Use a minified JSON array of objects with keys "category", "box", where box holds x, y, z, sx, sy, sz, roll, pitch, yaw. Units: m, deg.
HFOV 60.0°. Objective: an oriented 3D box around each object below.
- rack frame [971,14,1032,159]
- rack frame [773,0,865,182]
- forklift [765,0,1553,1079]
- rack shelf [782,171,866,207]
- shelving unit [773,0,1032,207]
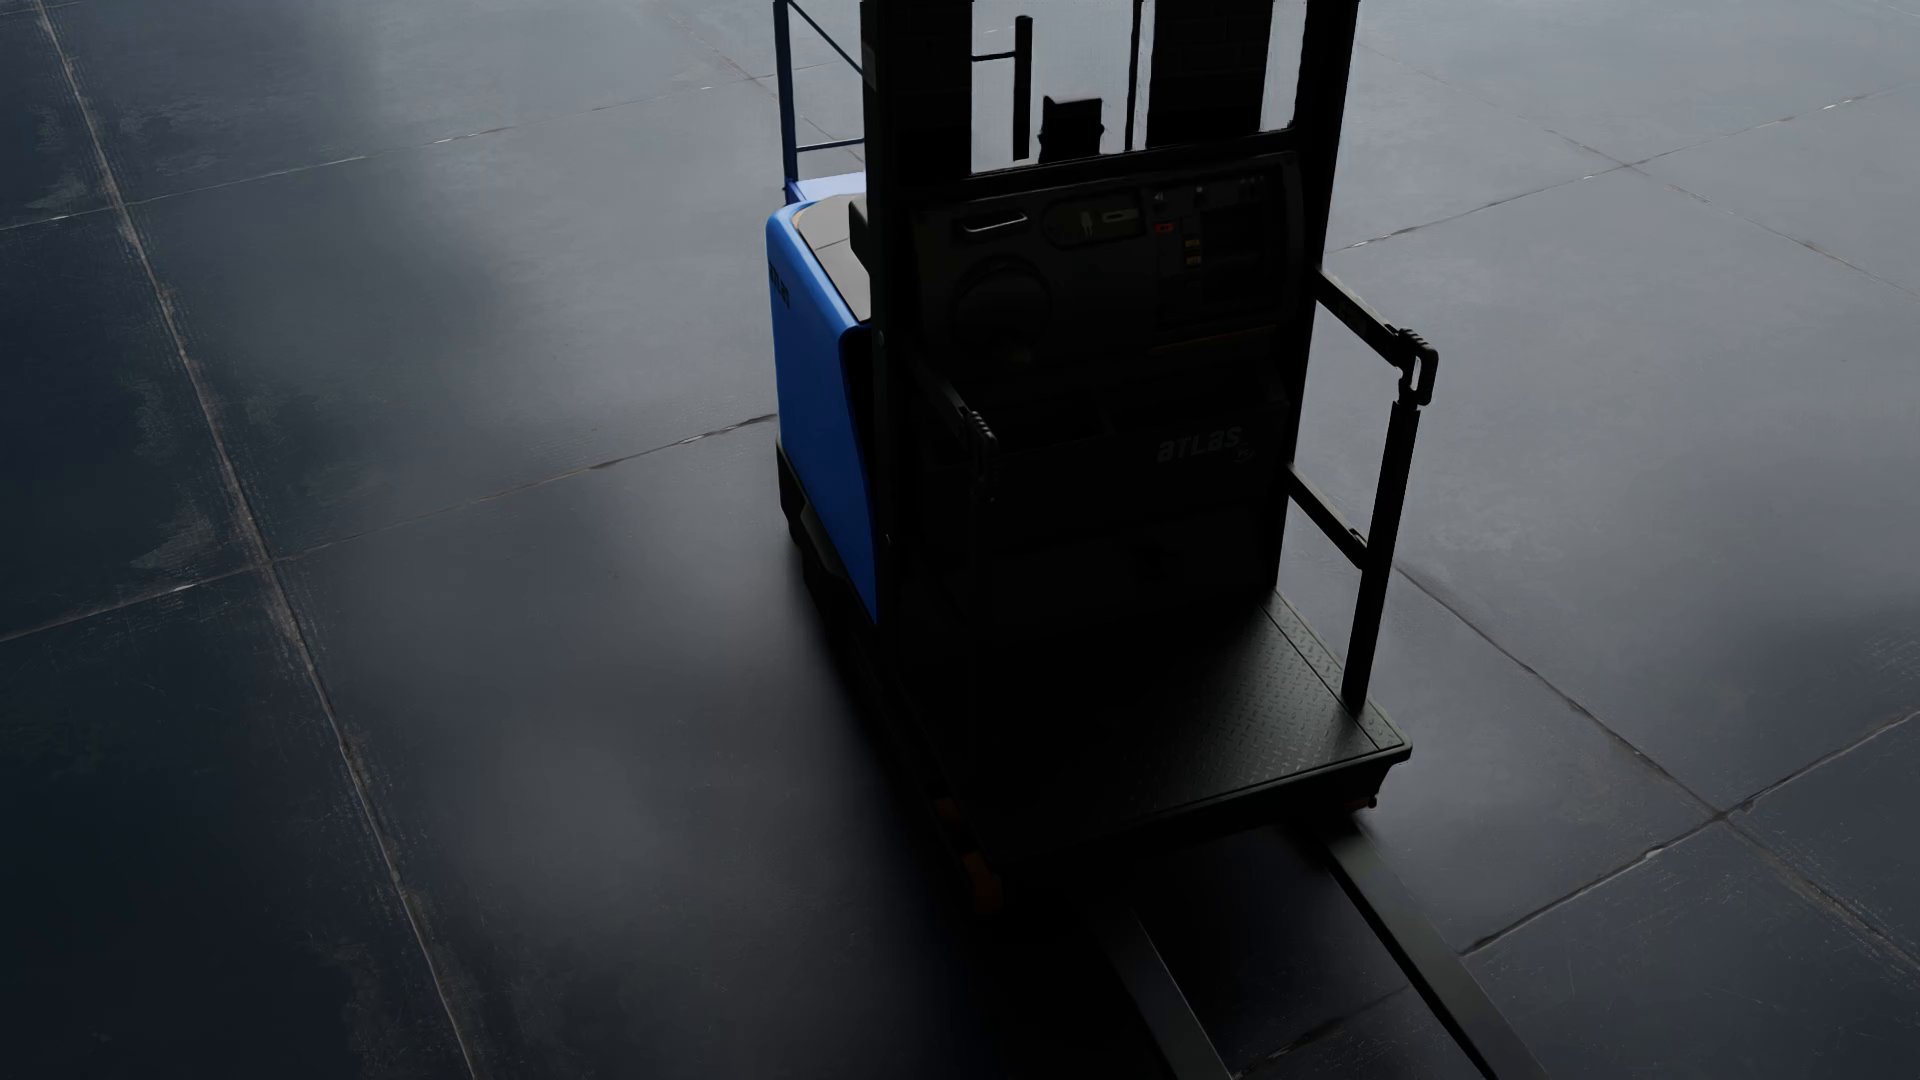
[{"category":"rack frame","box":[-0.033,-0.849,5.140,0.500,1.500,0.032,-12,38,-16]},{"category":"rack frame","box":[-0.385,-1.411,5.911,0.500,1.500,0.032,-12,38,-16]},{"category":"forklift","box":[0.416,-0.553,3.522,1.130,2.935,3.031,-12,38,-16]},{"category":"rack shelf","box":[-0.209,-0.985,5.632,0.538,0.185,1.000,-12,38,-16]},{"category":"shelving unit","box":[-0.209,-1.130,5.526,0.538,1.500,1.048,-12,38,-16]}]
